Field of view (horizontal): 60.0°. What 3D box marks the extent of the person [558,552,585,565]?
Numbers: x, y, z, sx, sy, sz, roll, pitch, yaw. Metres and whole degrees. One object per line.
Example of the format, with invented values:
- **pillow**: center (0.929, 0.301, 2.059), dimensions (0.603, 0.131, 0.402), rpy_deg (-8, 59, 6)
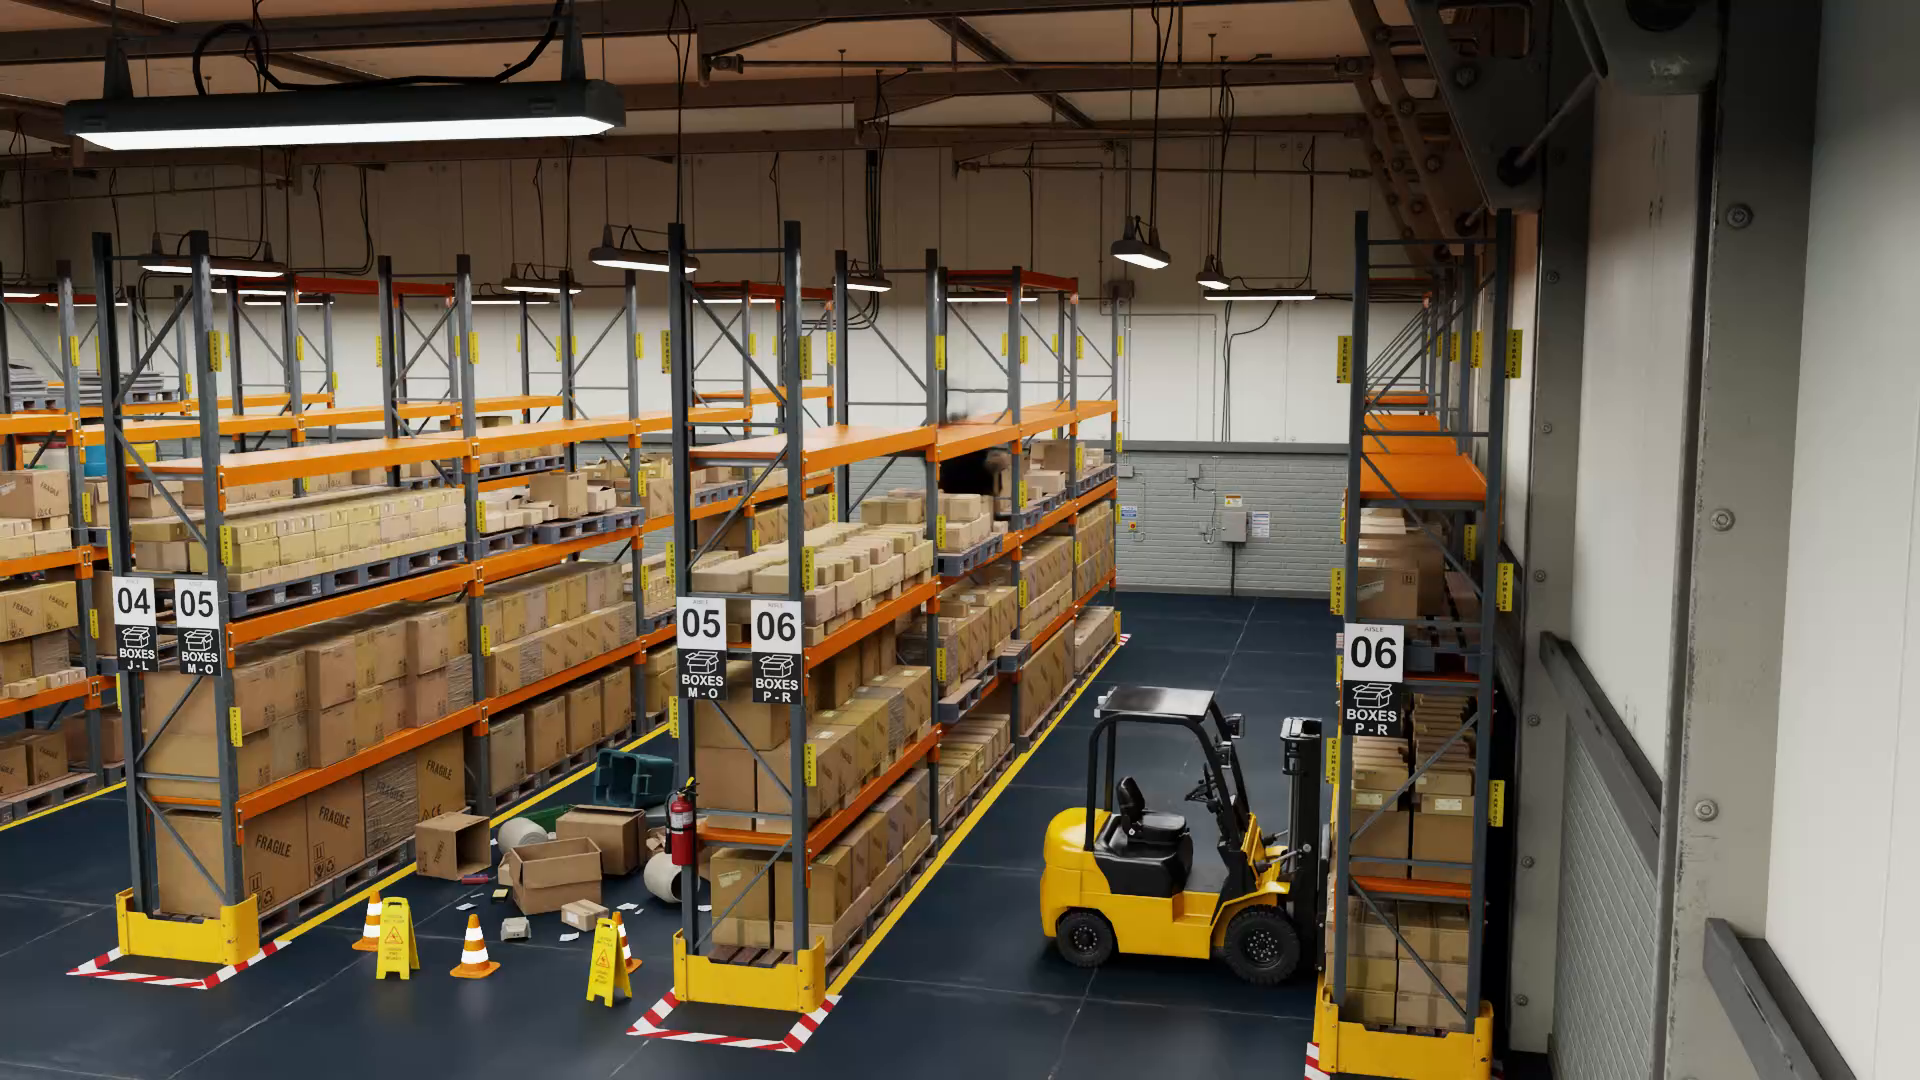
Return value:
- **person**: center (-6.397, 0.930, 27.435), dimensions (0.686, 1.801, 0.895), rpy_deg (1, 7, 7)
